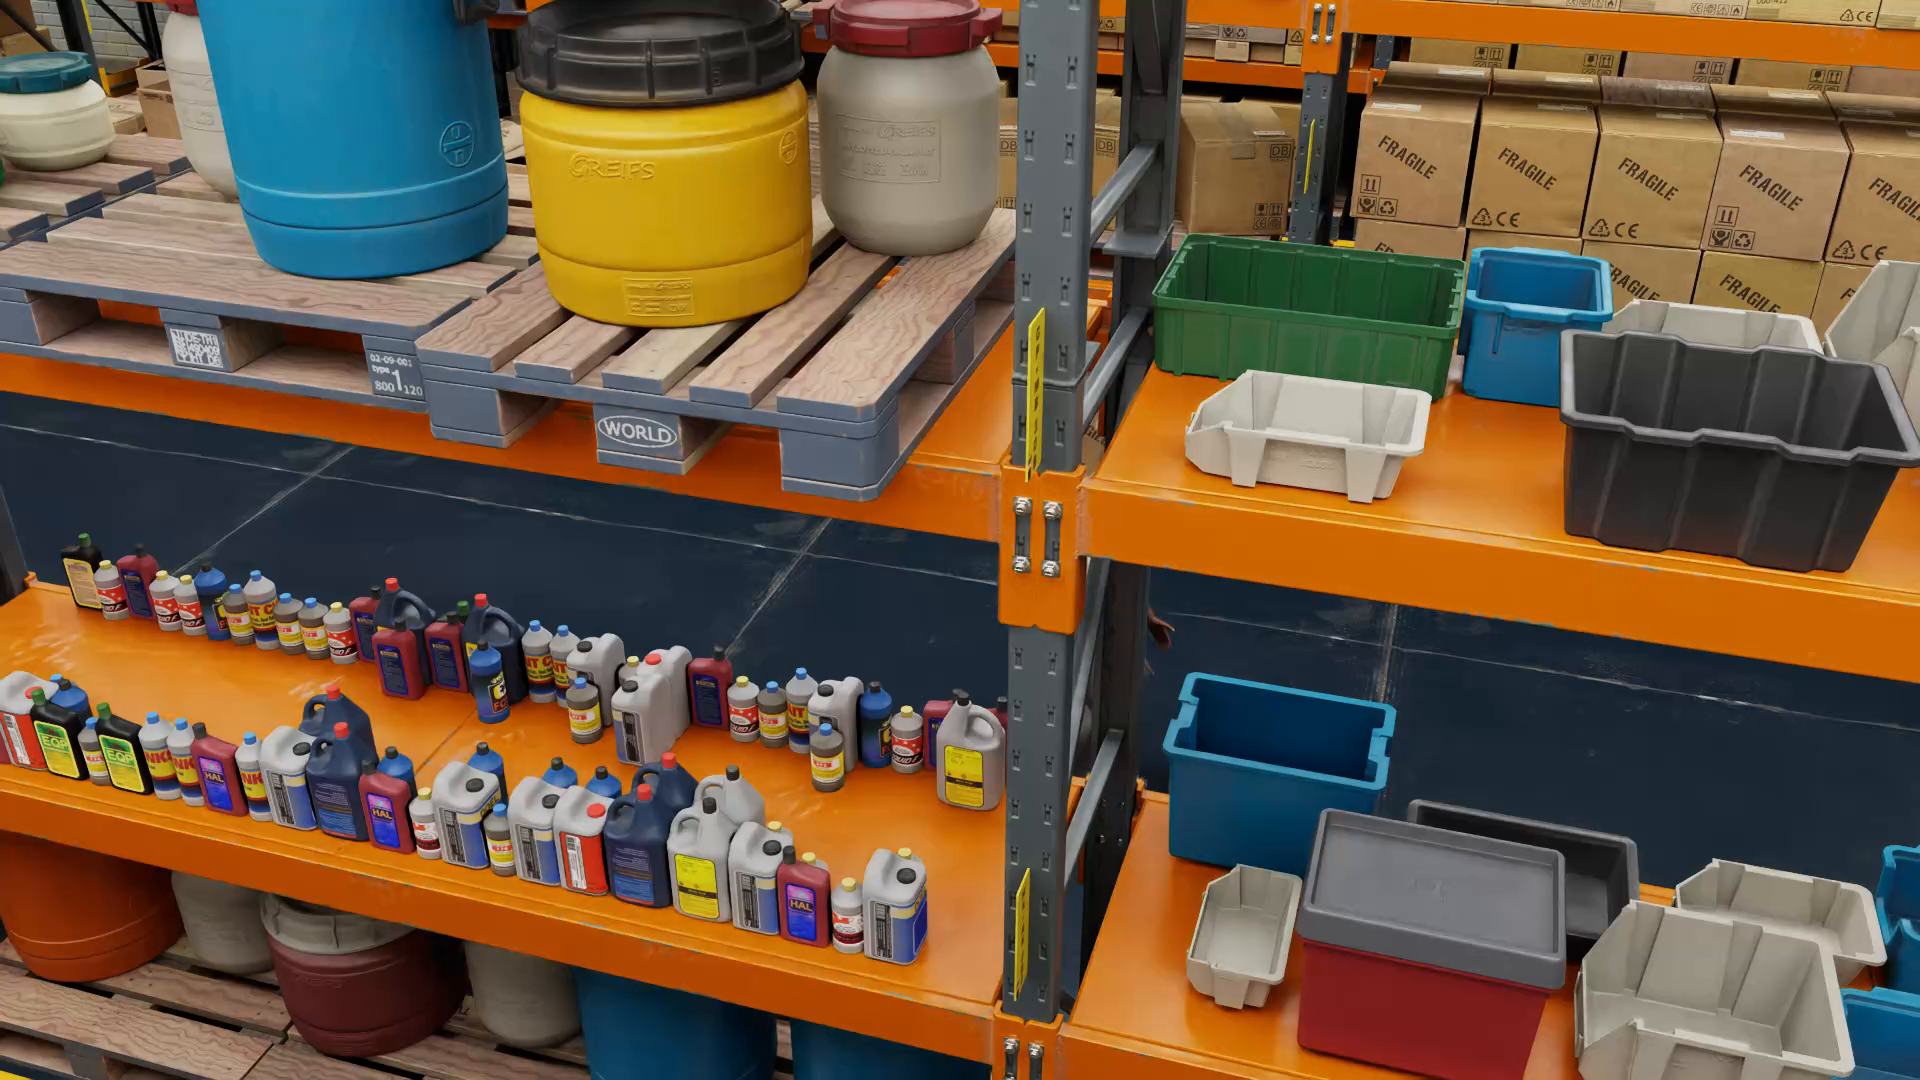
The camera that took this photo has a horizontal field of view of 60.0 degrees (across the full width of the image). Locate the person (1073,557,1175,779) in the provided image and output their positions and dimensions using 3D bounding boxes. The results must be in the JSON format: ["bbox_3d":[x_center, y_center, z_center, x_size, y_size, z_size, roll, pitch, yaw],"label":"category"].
[{"bbox_3d":[0.603,0.348,6.725,0.649,1.464,0.492,9,31,15],"label":"person"}]
